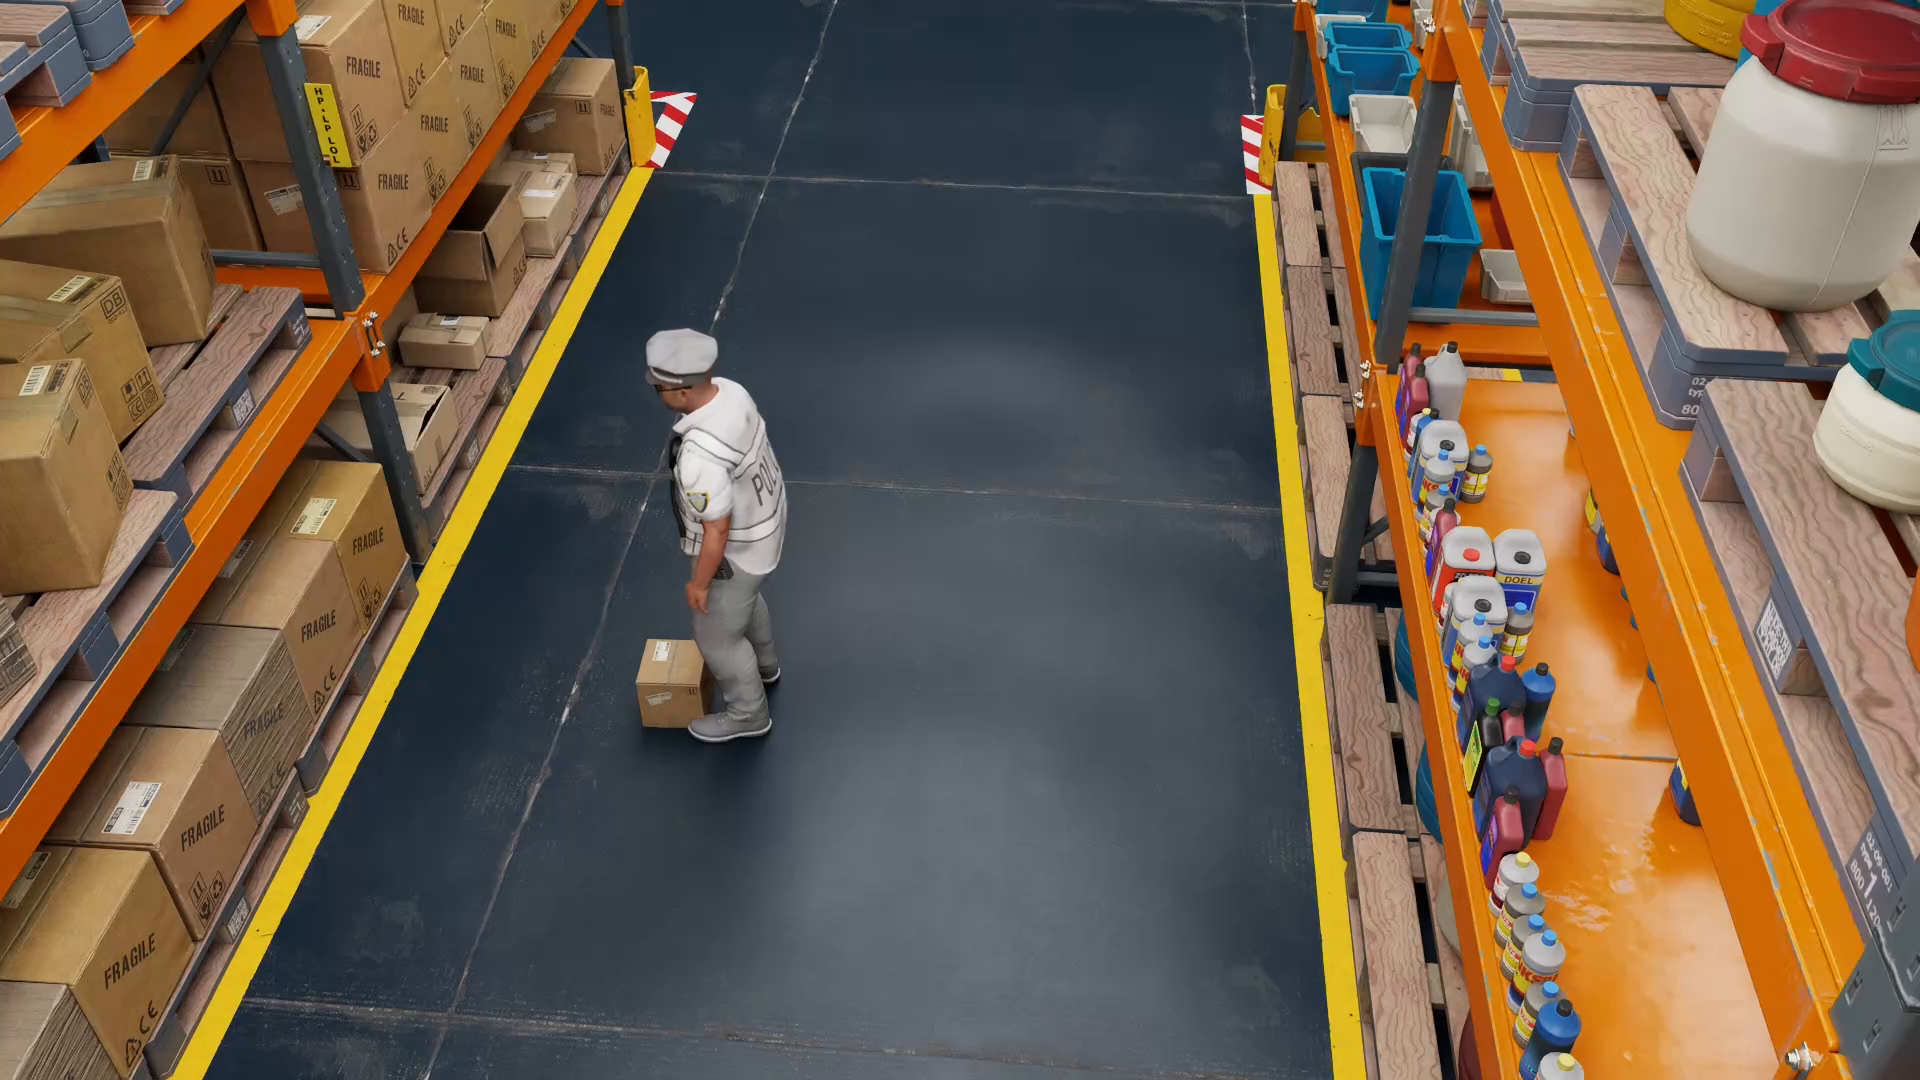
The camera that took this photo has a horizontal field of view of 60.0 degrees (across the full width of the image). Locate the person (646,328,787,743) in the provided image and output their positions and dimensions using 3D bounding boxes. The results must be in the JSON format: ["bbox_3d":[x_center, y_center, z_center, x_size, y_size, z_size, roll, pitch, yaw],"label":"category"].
[{"bbox_3d":[-0.860,0.002,6.148,0.436,1.746,0.586,3,40,4],"label":"person"}]
